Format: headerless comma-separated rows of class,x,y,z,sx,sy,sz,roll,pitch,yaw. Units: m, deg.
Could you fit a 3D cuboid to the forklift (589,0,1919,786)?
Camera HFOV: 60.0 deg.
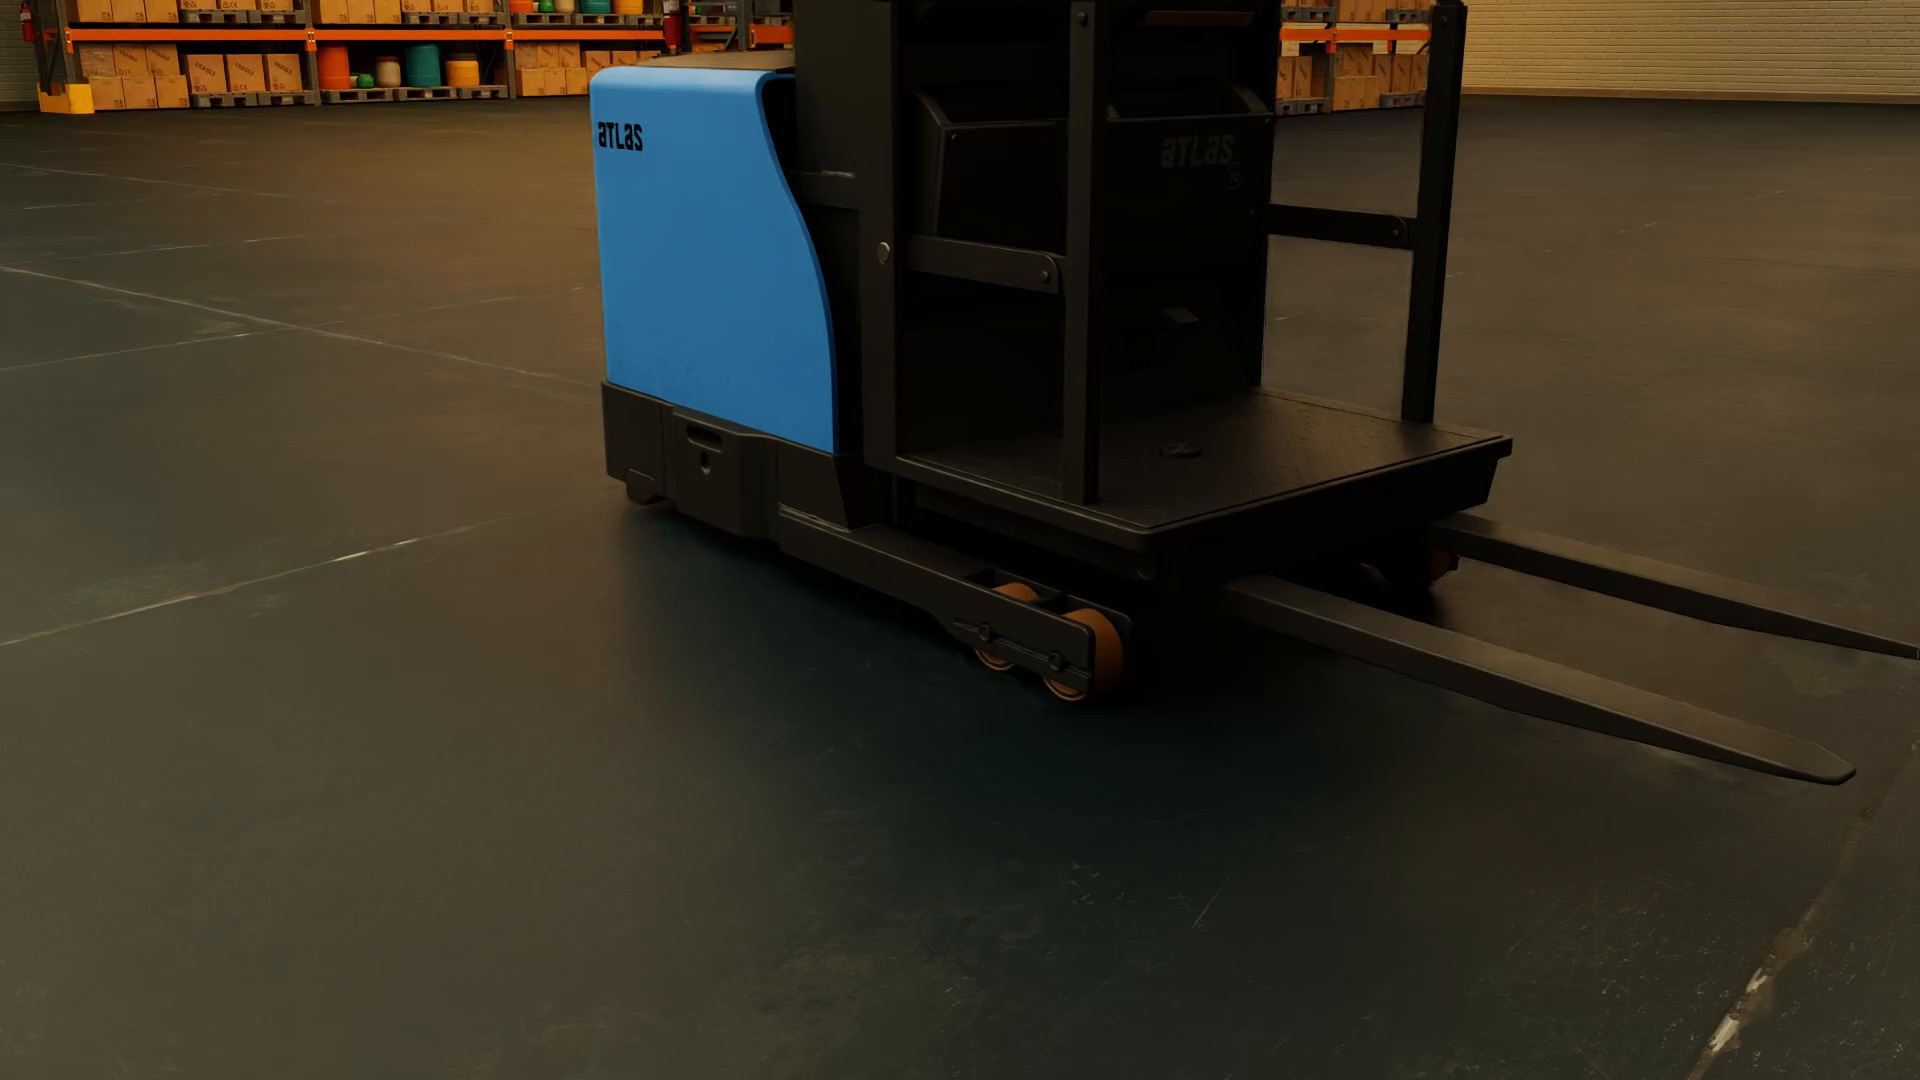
forklift,0.419,-1.276,3.101,1.130,2.935,3.031,-14,22,-38
